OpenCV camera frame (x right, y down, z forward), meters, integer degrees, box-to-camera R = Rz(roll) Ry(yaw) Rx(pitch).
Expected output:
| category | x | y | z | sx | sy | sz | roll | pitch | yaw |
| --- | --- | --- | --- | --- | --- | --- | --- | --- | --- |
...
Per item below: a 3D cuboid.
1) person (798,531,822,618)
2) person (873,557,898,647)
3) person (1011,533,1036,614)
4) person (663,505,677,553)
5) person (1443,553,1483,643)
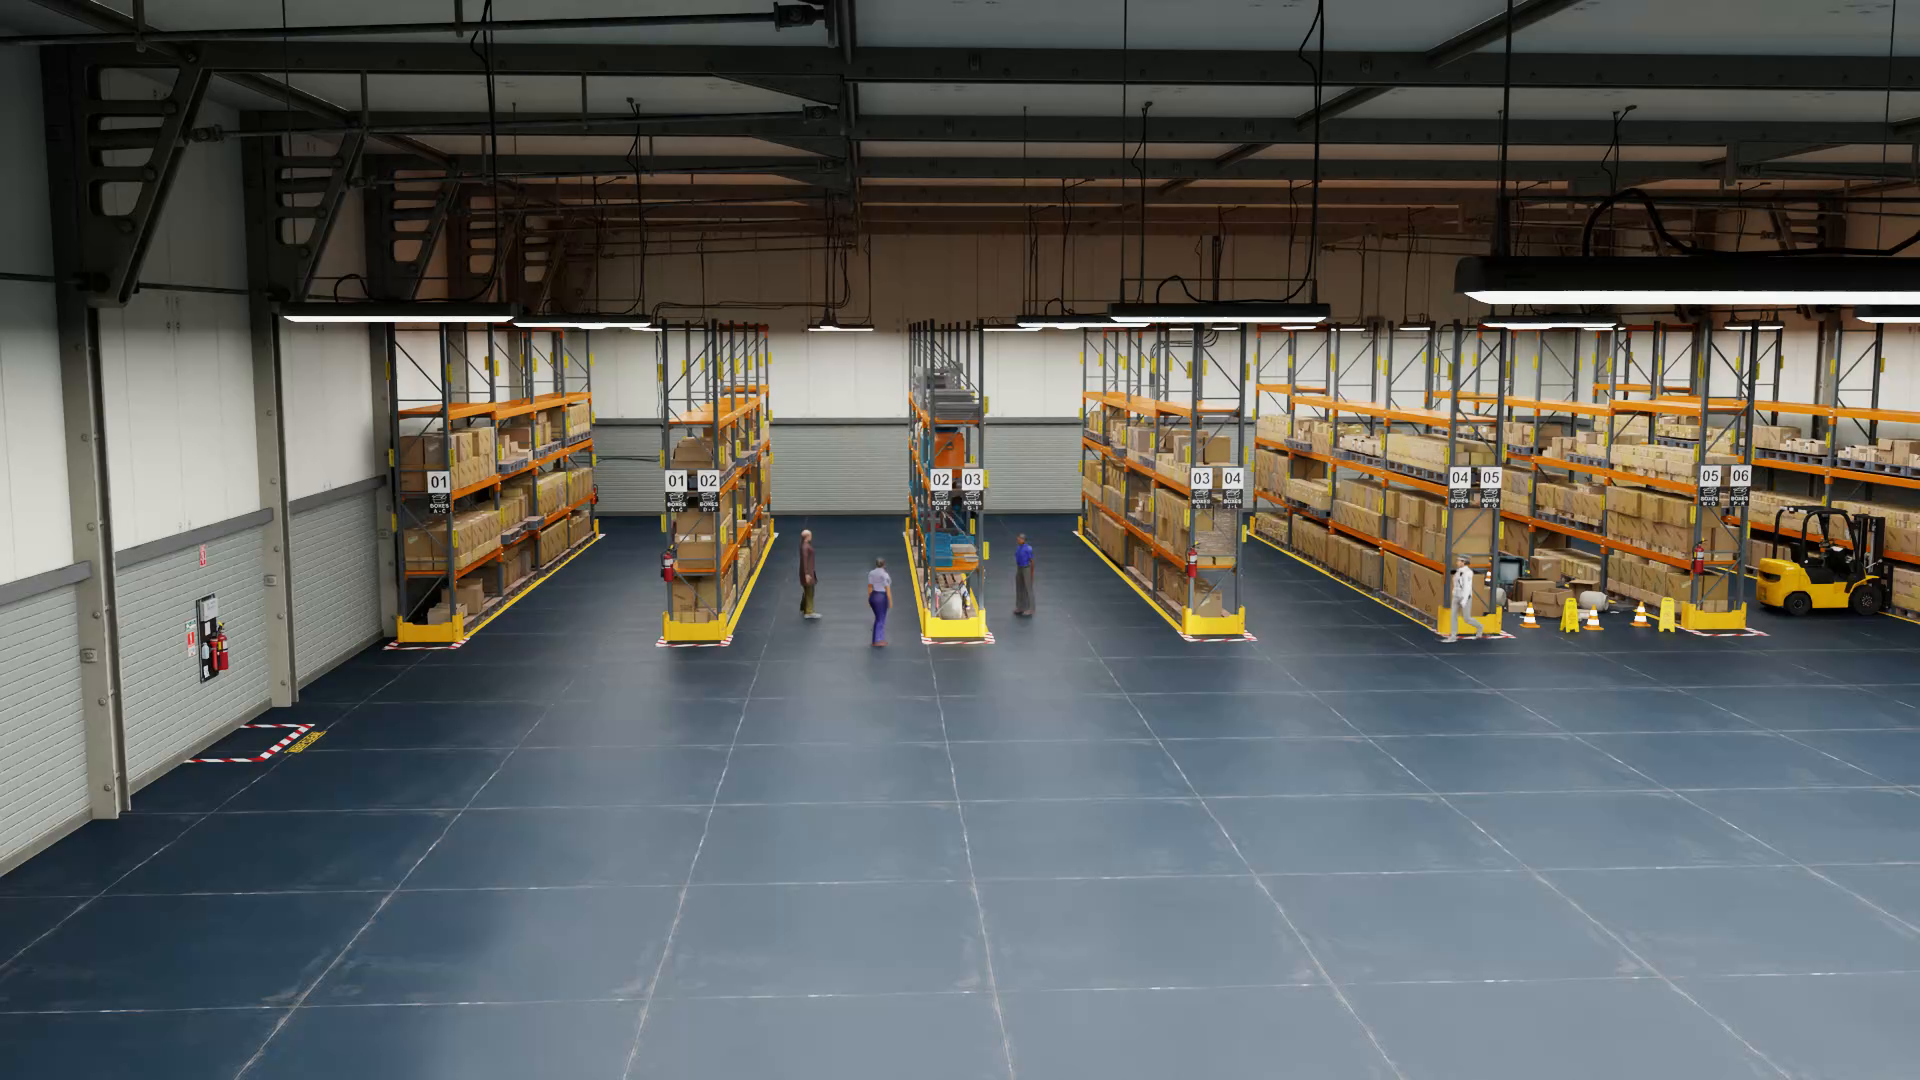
| category | x | y | z | sx | sy | sz | roll | pitch | yaw |
| --- | --- | --- | --- | --- | --- | --- | --- | --- | --- |
| person | -3.072 | 0.712 | 33.733 | 0.555 | 1.821 | 0.702 | 1 | 7 | 8 |
| person | -1.382 | 1.154 | 30.679 | 0.417 | 1.677 | 0.557 | -3 | 8 | -22 |
| person | 1.295 | 0.679 | 34.207 | 0.544 | 1.655 | 0.356 | 7 | 10 | 44 |
| person | -7.526 | -0.477 | 43.786 | 0.582 | 1.624 | 0.950 | -1 | 7 | -4 |
| person | 9.381 | 1.074 | 30.955 | 0.684 | 1.675 | 0.444 | -5 | 9 | -38 |
